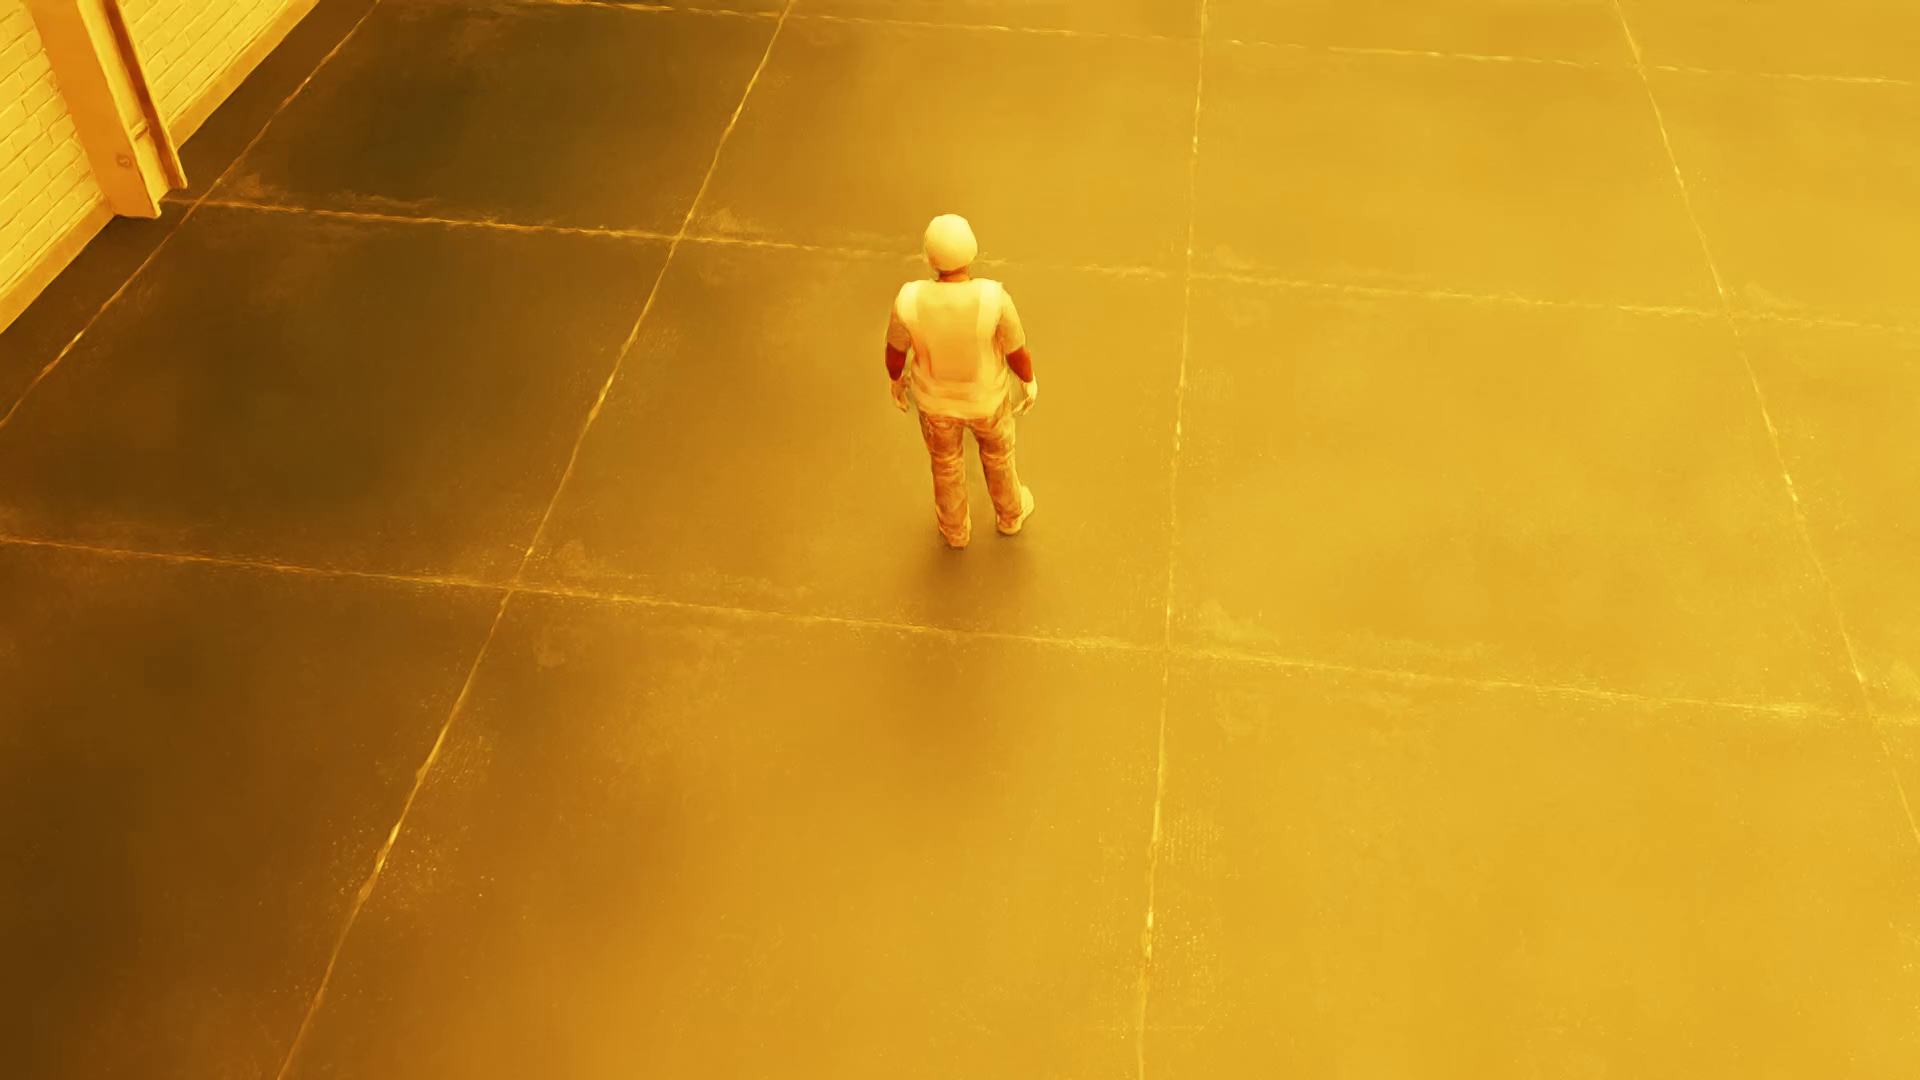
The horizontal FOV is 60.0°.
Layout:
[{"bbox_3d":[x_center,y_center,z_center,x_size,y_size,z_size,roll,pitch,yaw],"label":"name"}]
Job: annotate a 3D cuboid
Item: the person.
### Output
[{"bbox_3d":[0.017,-0.709,7.335,0.655,1.782,0.576,5,43,6],"label":"person"}]
